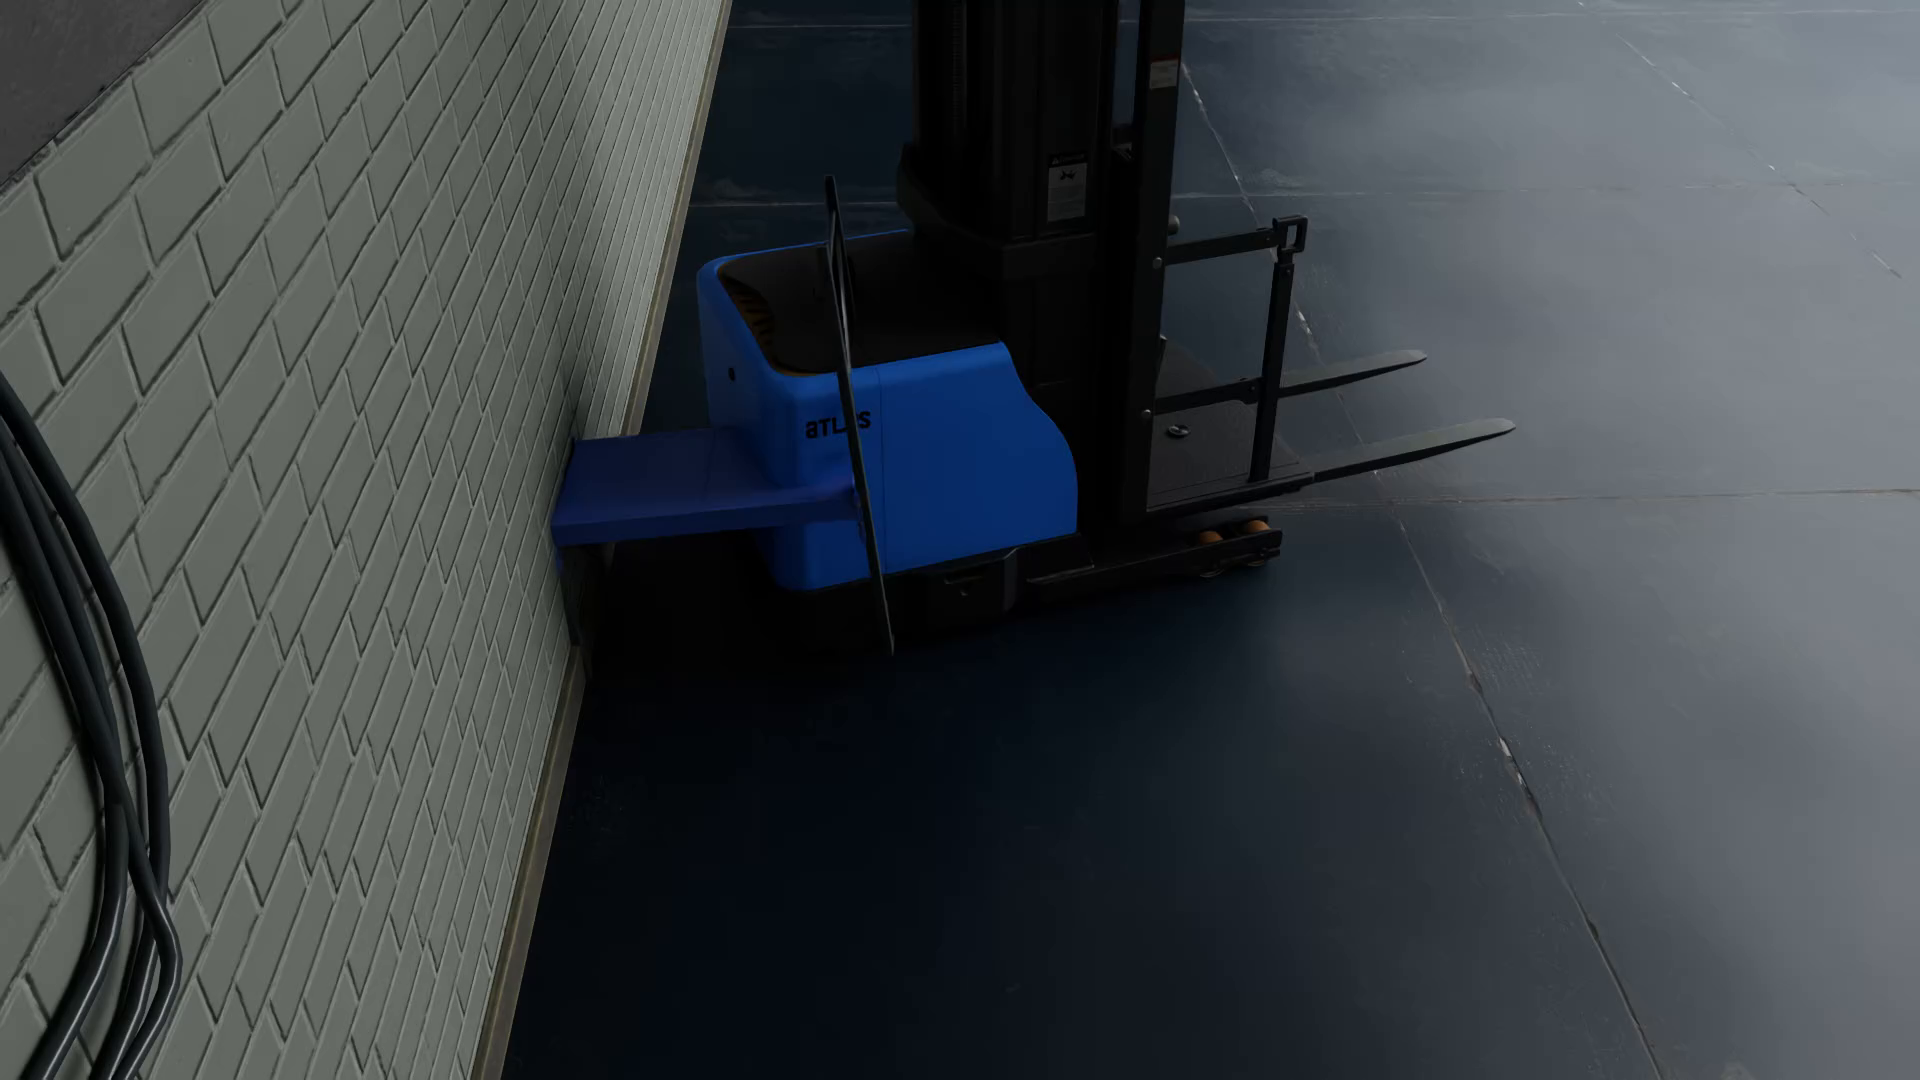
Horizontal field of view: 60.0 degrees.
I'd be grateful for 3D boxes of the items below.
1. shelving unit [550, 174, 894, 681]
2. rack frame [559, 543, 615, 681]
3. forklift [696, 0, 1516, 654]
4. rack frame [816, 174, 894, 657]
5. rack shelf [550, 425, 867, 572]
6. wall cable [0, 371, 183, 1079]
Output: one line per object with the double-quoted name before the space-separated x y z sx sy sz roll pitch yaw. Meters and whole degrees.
"shelving unit" -0.823 -0.314 5.318 1.048 1.500 0.538 -5 36 3
"rack frame" -1.329 -0.266 5.341 0.032 1.500 0.500 -5 36 3
"forklift" 0.644 -1.337 5.607 3.031 2.935 1.130 -12 37 -17
"rack frame" -0.318 -0.361 5.296 0.032 1.500 0.500 -5 36 3
"rack shelf" -0.805 -0.169 5.423 1.000 0.185 0.538 -5 36 3
"wall cable" -1.035 0.353 0.561 0.112 2.526 3.097 -2 35 -2
